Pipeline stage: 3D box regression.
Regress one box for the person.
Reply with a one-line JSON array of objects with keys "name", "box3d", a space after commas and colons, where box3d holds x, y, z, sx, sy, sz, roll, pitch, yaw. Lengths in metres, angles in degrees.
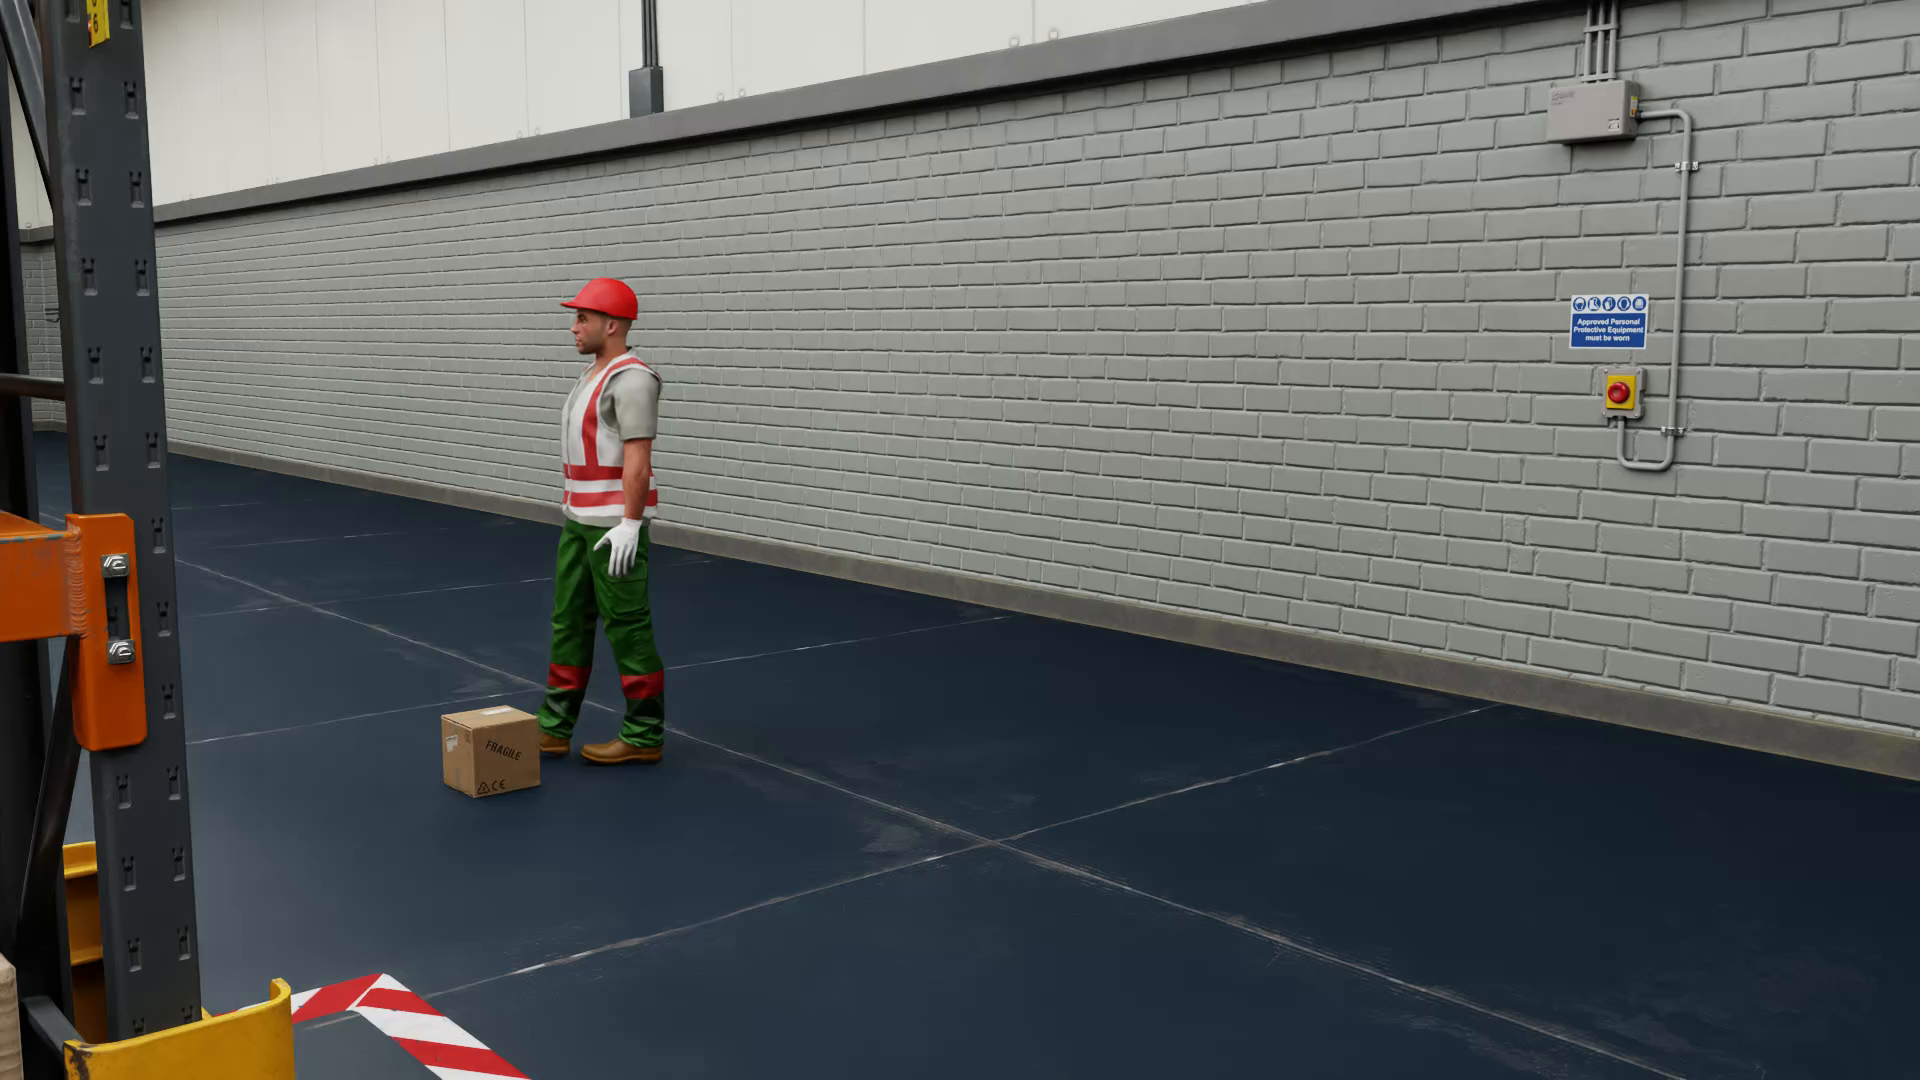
[{"name": "person", "box3d": [-1.408, -0.053, 6.066, 0.593, 1.788, 0.546, -4, 8, -30]}]
